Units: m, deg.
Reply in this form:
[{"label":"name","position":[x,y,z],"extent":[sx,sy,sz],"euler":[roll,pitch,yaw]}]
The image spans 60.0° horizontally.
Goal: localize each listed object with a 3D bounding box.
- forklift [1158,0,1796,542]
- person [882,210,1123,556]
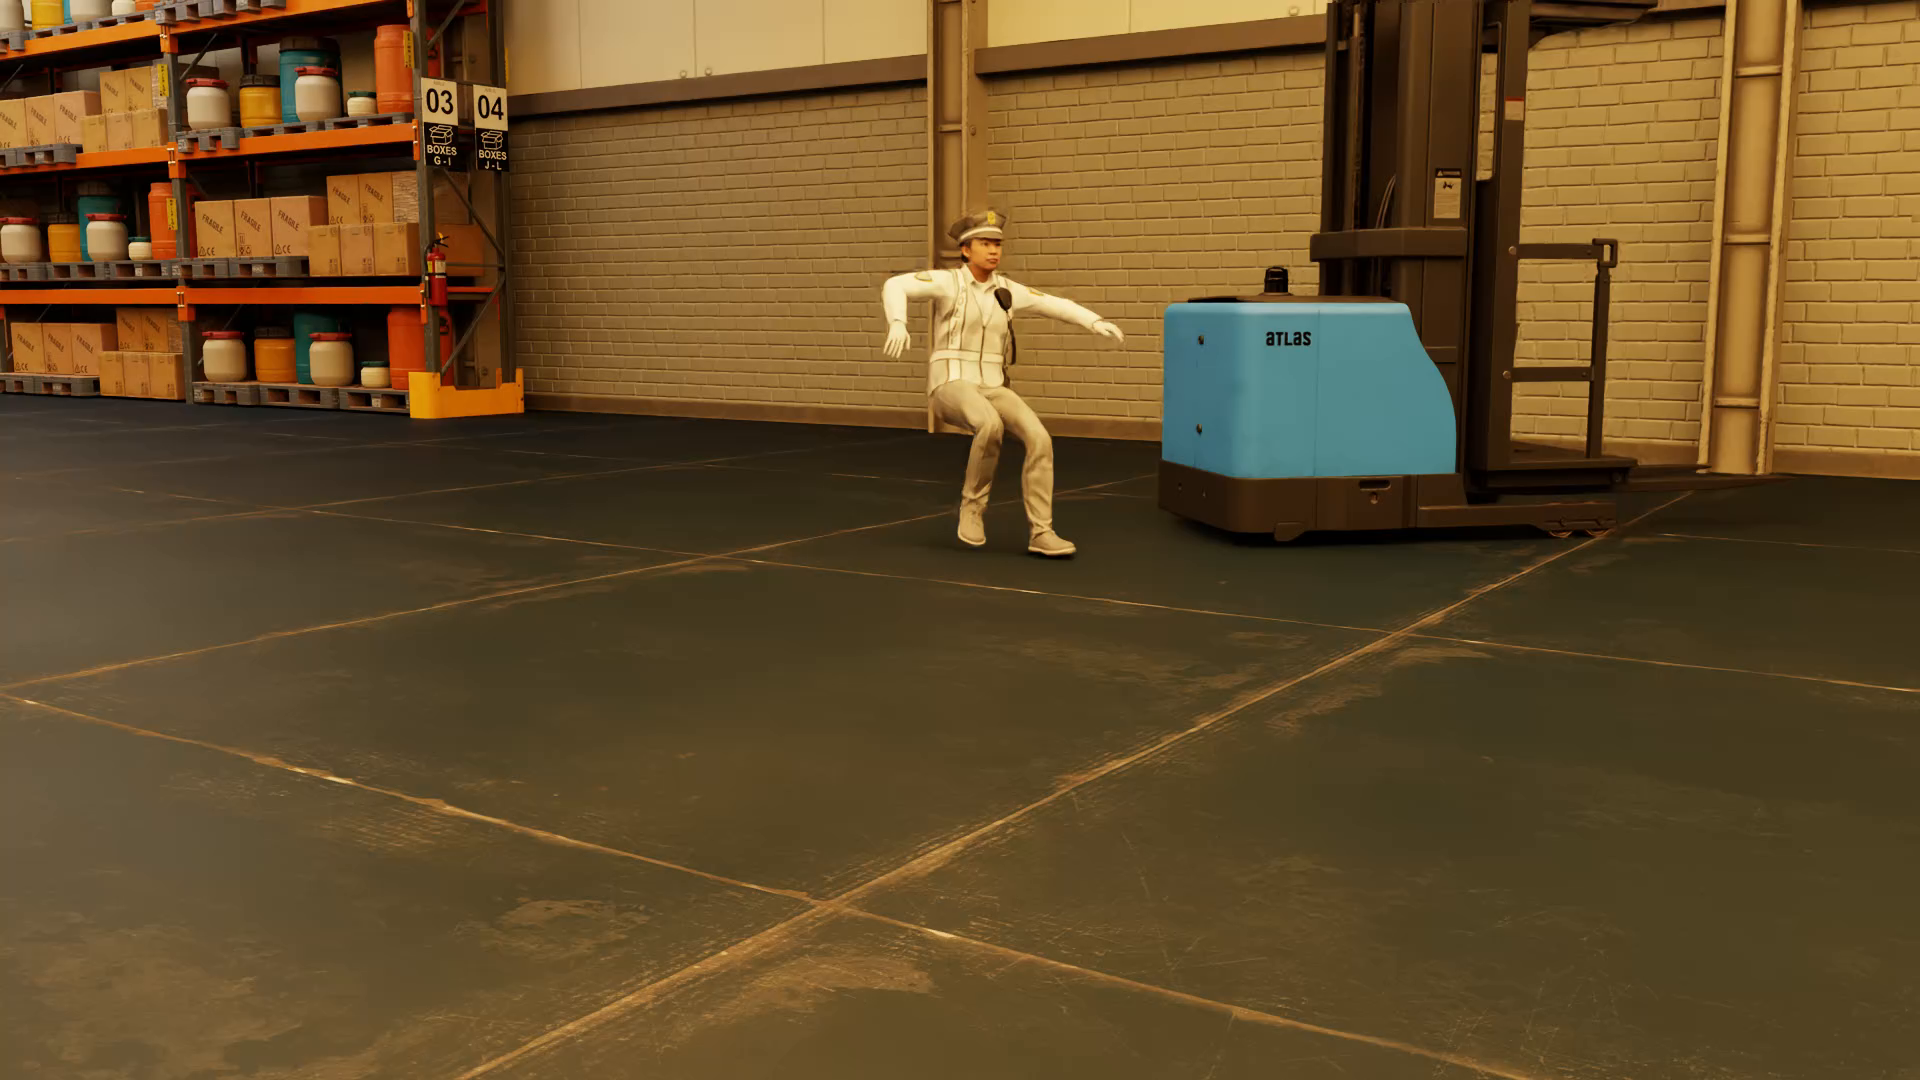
[{"label":"forklift","position":[2.553,-1.529,7.944],"extent":[3.031,2.935,1.130],"euler":[-2,8,-14]},{"label":"person","position":[0.172,-0.684,7.158],"extent":[1.047,1.466,0.782],"euler":[-5,10,-33]}]
